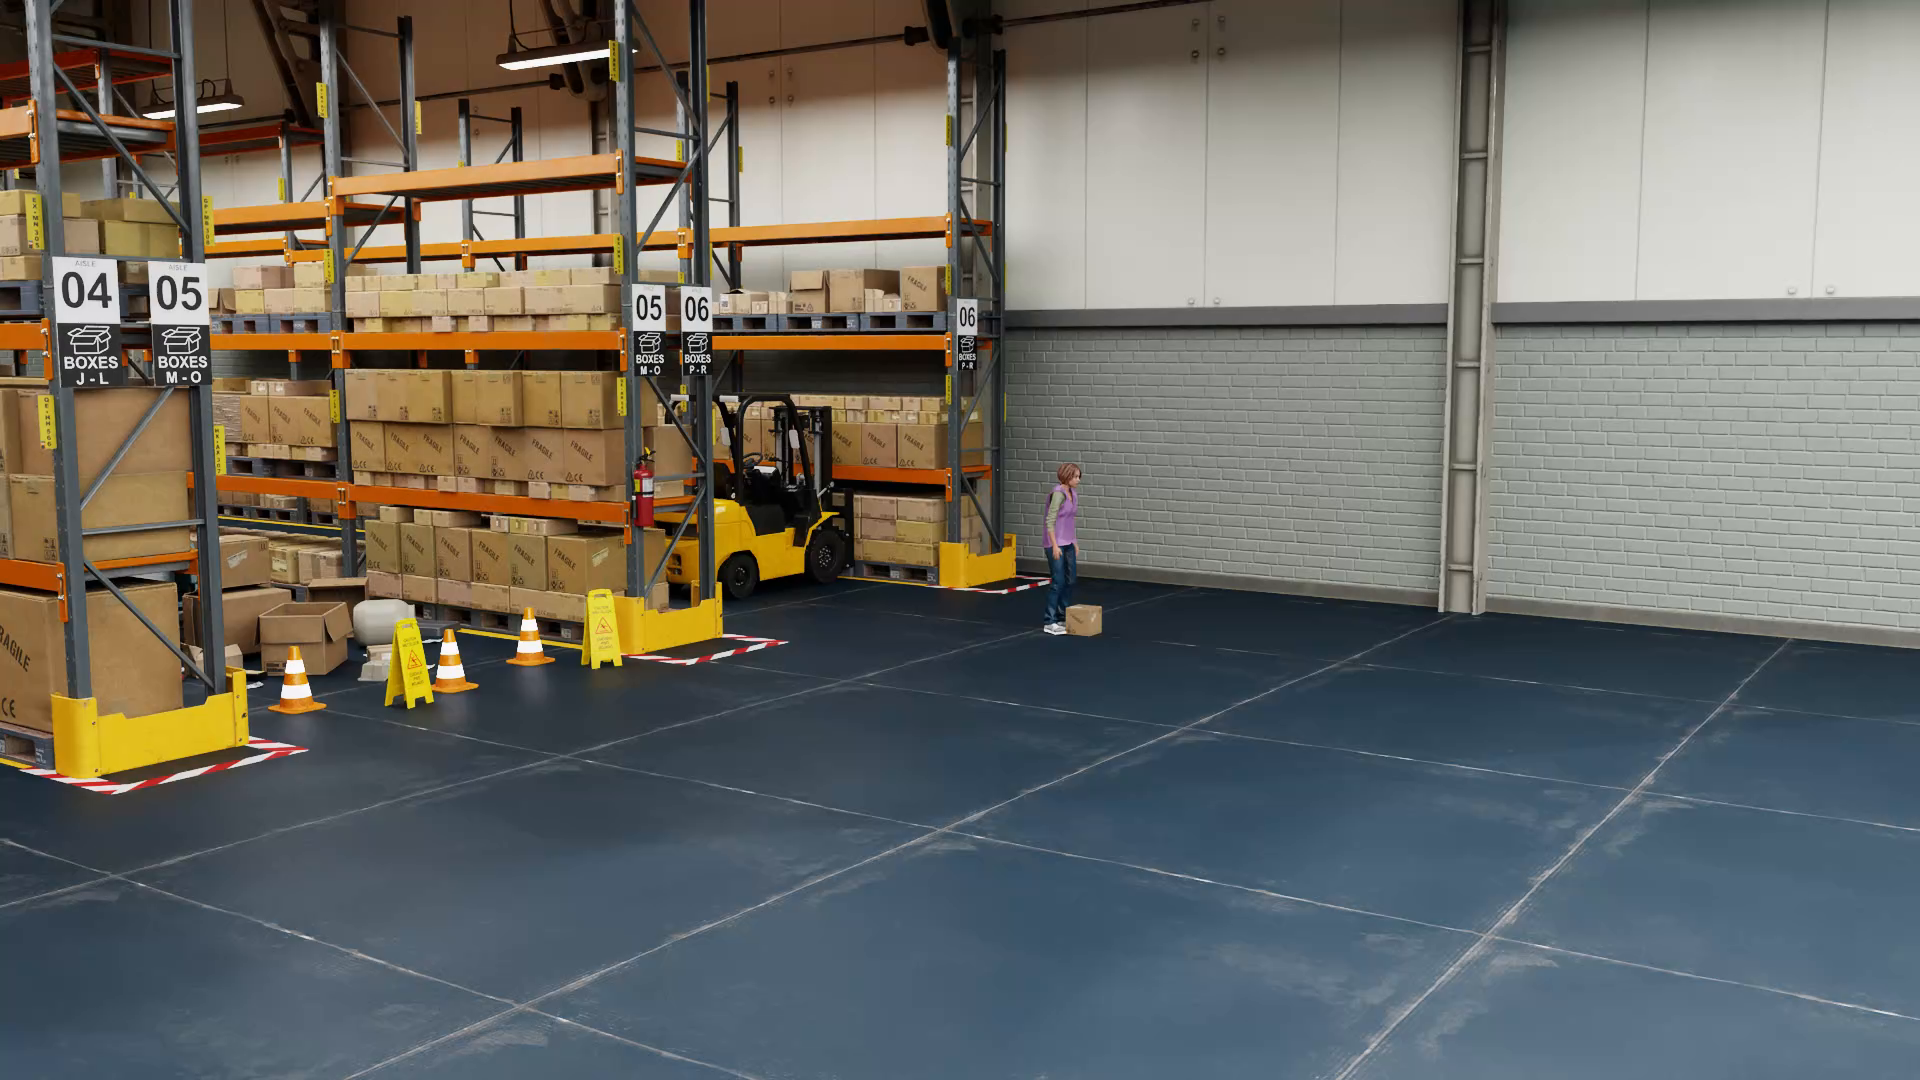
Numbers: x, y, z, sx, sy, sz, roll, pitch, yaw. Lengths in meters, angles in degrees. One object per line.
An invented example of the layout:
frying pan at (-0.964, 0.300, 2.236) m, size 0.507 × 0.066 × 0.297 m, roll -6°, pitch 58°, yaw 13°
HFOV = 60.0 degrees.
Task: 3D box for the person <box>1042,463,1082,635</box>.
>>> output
person at (0.957, 0.069, 15.593) m, size 0.345 × 1.593 × 0.474 m, roll 4°, pitch 8°, yaw 32°
